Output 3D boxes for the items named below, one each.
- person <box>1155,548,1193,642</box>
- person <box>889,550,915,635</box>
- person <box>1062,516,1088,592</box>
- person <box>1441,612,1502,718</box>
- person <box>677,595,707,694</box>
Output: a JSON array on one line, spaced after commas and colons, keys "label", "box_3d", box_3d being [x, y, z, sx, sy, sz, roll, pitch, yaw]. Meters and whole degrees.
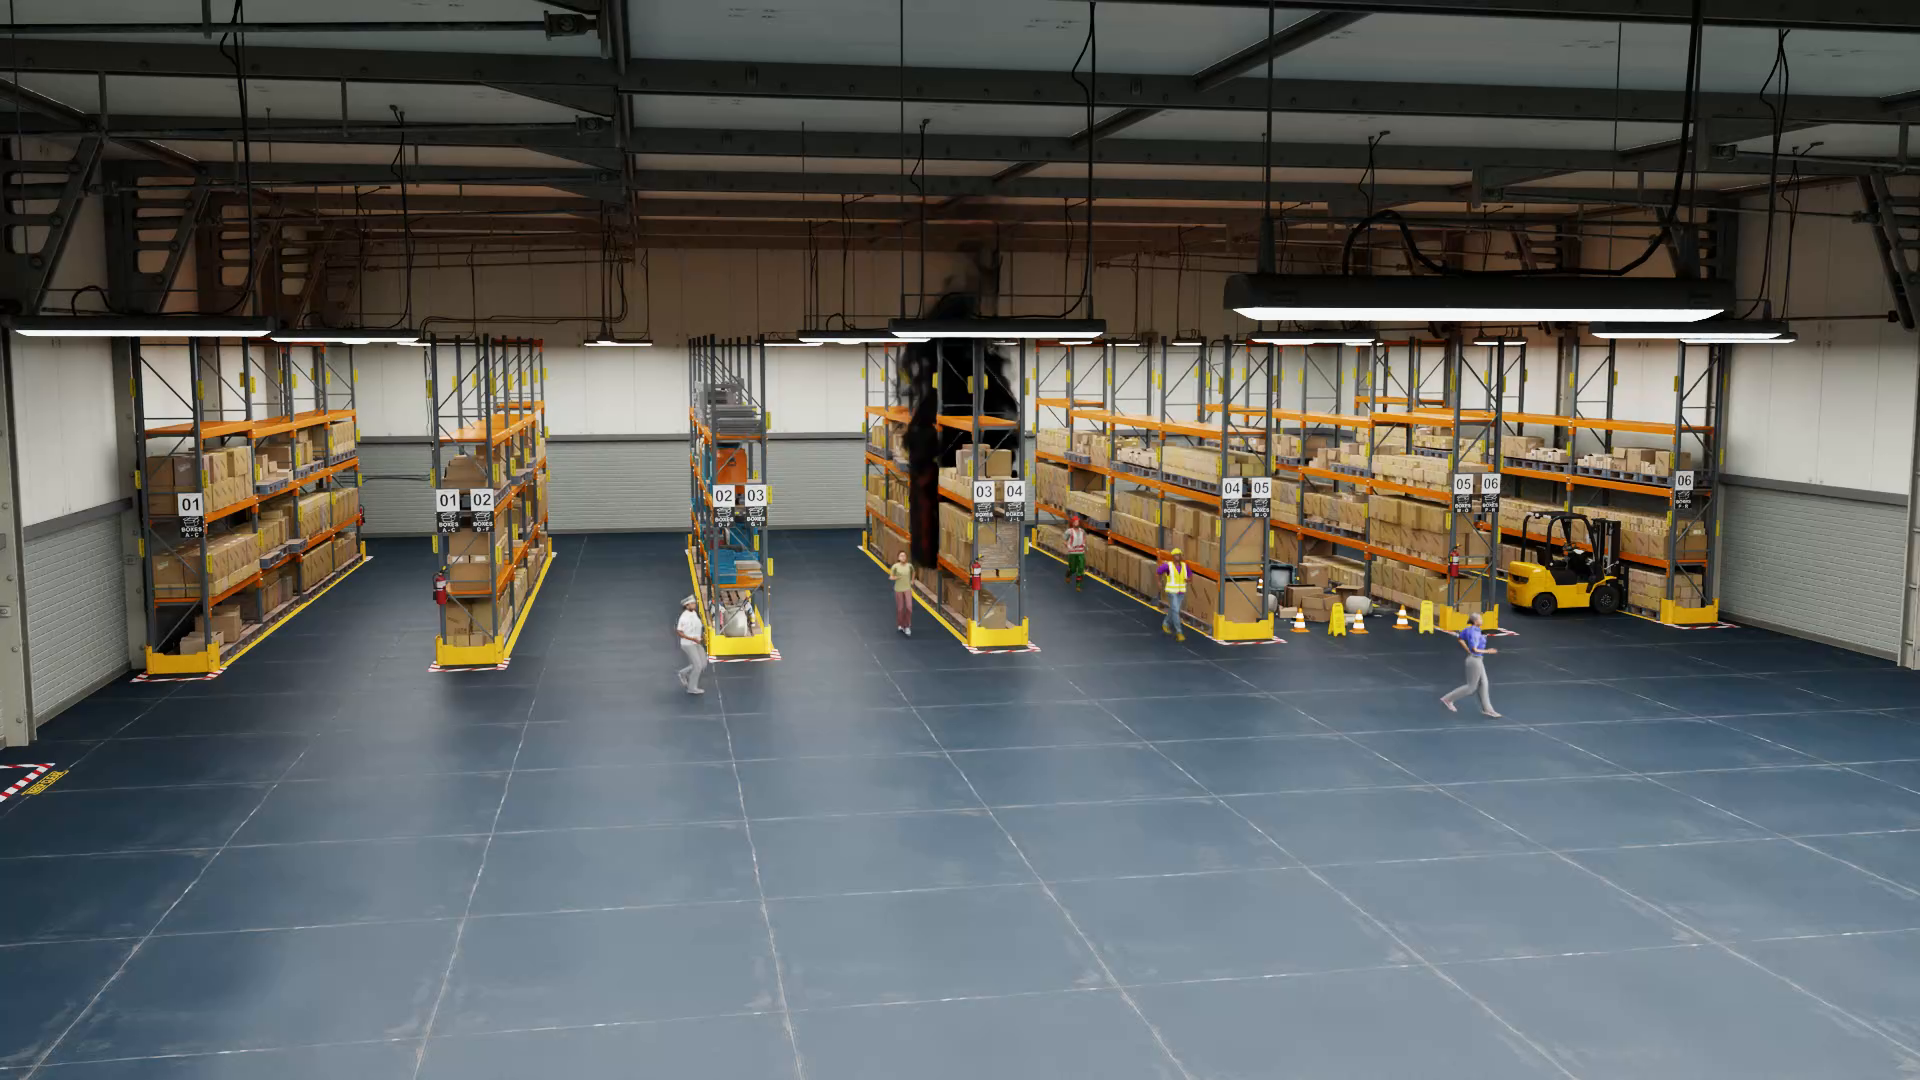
[{"label": "person", "box_3d": [4.304, 1.060, 33.017, 0.750, 1.793, 0.919, -3, 7, -27]}, {"label": "person", "box_3d": [-1.147, 1.155, 33.554, 0.558, 1.502, 0.670, -1, 7, -9]}, {"label": "person", "box_3d": [2.750, 0.319, 39.506, 0.655, 1.769, 0.888, -2, 7, -17]}, {"label": "person", "box_3d": [7.971, 1.938, 25.840, 0.920, 1.658, 0.581, 1, 7, 12]}, {"label": "person", "box_3d": [-4.493, 1.731, 27.725, 0.584, 1.650, 0.573, 2, 7, 19]}]
